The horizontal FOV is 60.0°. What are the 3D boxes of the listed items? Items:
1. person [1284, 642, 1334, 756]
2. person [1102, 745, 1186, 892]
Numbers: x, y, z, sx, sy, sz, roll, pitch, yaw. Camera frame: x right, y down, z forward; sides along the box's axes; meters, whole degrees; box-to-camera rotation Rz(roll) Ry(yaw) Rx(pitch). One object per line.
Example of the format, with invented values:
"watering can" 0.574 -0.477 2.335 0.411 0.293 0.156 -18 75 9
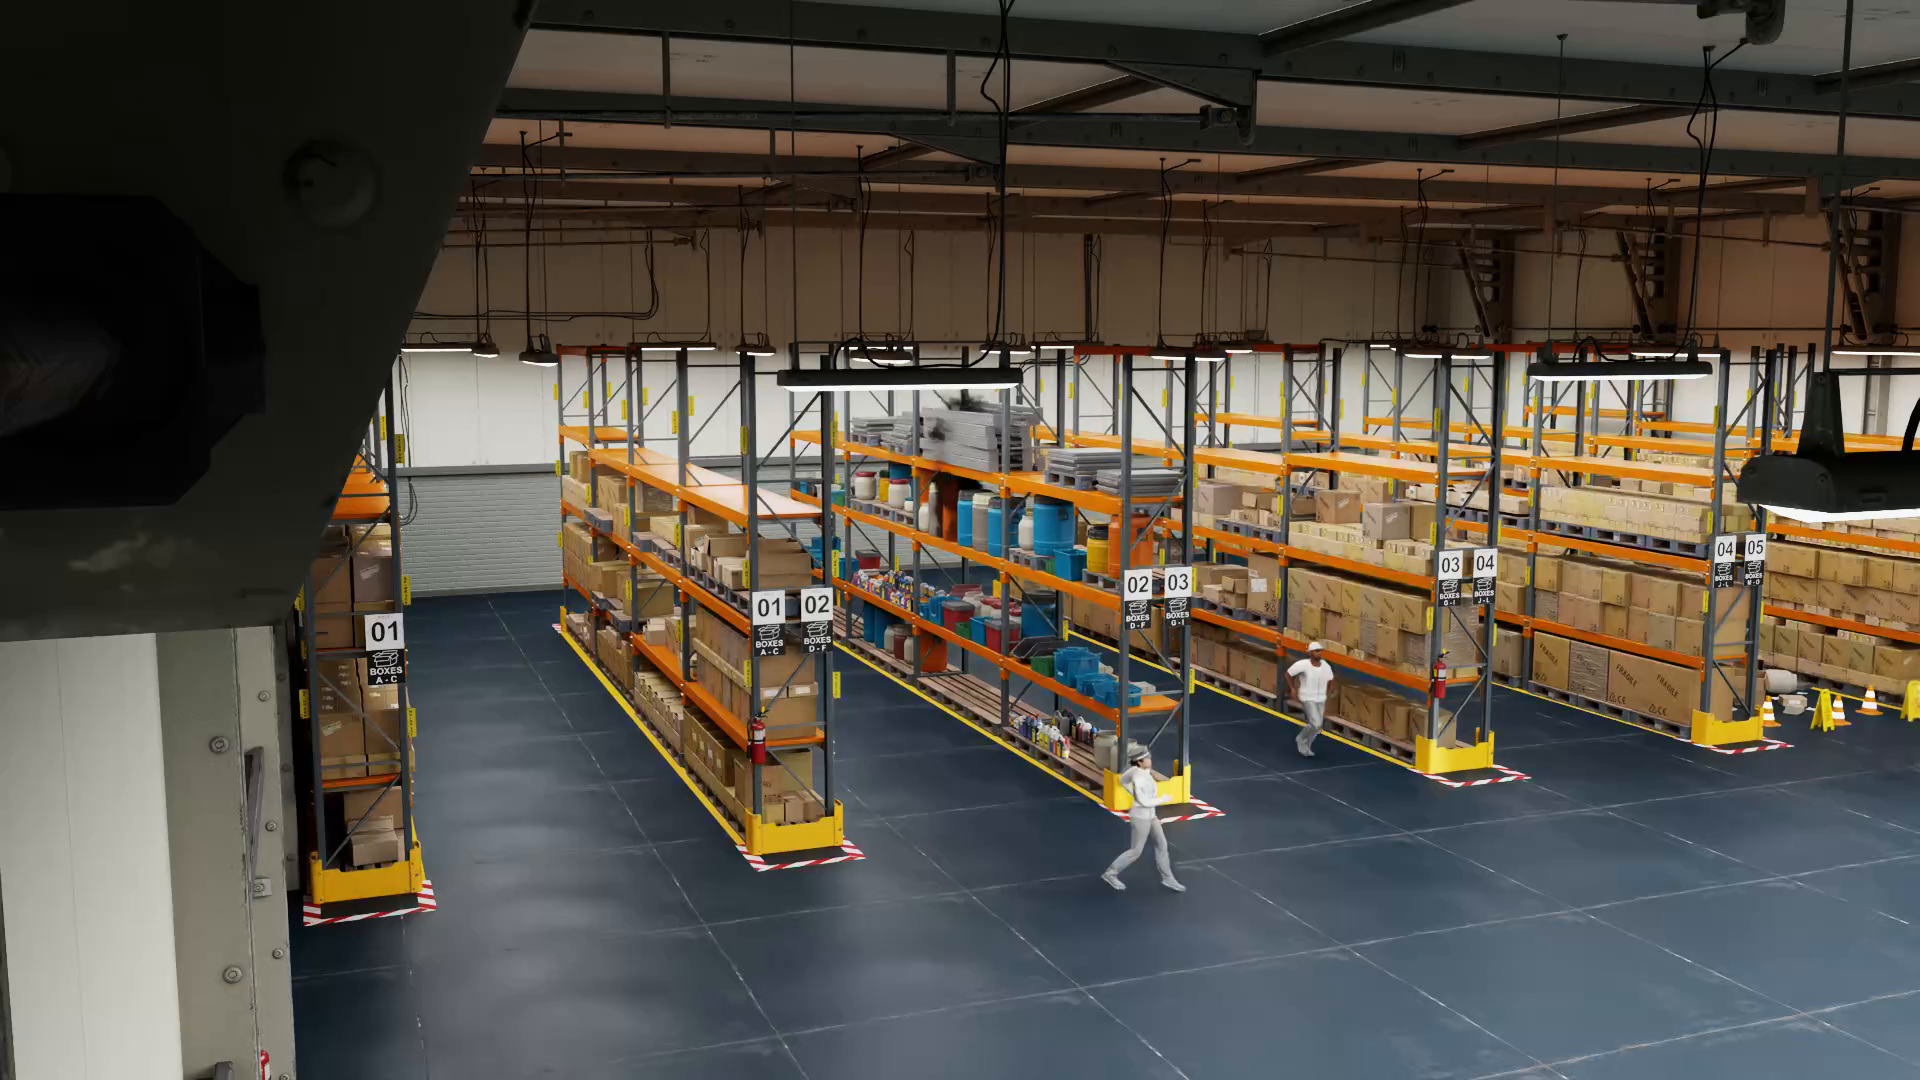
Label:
"person" 5.224 2.356 24.510 0.696 1.723 0.634 -3 8 -25
"person" 2.075 3.127 18.672 0.938 1.688 0.621 1 7 9
